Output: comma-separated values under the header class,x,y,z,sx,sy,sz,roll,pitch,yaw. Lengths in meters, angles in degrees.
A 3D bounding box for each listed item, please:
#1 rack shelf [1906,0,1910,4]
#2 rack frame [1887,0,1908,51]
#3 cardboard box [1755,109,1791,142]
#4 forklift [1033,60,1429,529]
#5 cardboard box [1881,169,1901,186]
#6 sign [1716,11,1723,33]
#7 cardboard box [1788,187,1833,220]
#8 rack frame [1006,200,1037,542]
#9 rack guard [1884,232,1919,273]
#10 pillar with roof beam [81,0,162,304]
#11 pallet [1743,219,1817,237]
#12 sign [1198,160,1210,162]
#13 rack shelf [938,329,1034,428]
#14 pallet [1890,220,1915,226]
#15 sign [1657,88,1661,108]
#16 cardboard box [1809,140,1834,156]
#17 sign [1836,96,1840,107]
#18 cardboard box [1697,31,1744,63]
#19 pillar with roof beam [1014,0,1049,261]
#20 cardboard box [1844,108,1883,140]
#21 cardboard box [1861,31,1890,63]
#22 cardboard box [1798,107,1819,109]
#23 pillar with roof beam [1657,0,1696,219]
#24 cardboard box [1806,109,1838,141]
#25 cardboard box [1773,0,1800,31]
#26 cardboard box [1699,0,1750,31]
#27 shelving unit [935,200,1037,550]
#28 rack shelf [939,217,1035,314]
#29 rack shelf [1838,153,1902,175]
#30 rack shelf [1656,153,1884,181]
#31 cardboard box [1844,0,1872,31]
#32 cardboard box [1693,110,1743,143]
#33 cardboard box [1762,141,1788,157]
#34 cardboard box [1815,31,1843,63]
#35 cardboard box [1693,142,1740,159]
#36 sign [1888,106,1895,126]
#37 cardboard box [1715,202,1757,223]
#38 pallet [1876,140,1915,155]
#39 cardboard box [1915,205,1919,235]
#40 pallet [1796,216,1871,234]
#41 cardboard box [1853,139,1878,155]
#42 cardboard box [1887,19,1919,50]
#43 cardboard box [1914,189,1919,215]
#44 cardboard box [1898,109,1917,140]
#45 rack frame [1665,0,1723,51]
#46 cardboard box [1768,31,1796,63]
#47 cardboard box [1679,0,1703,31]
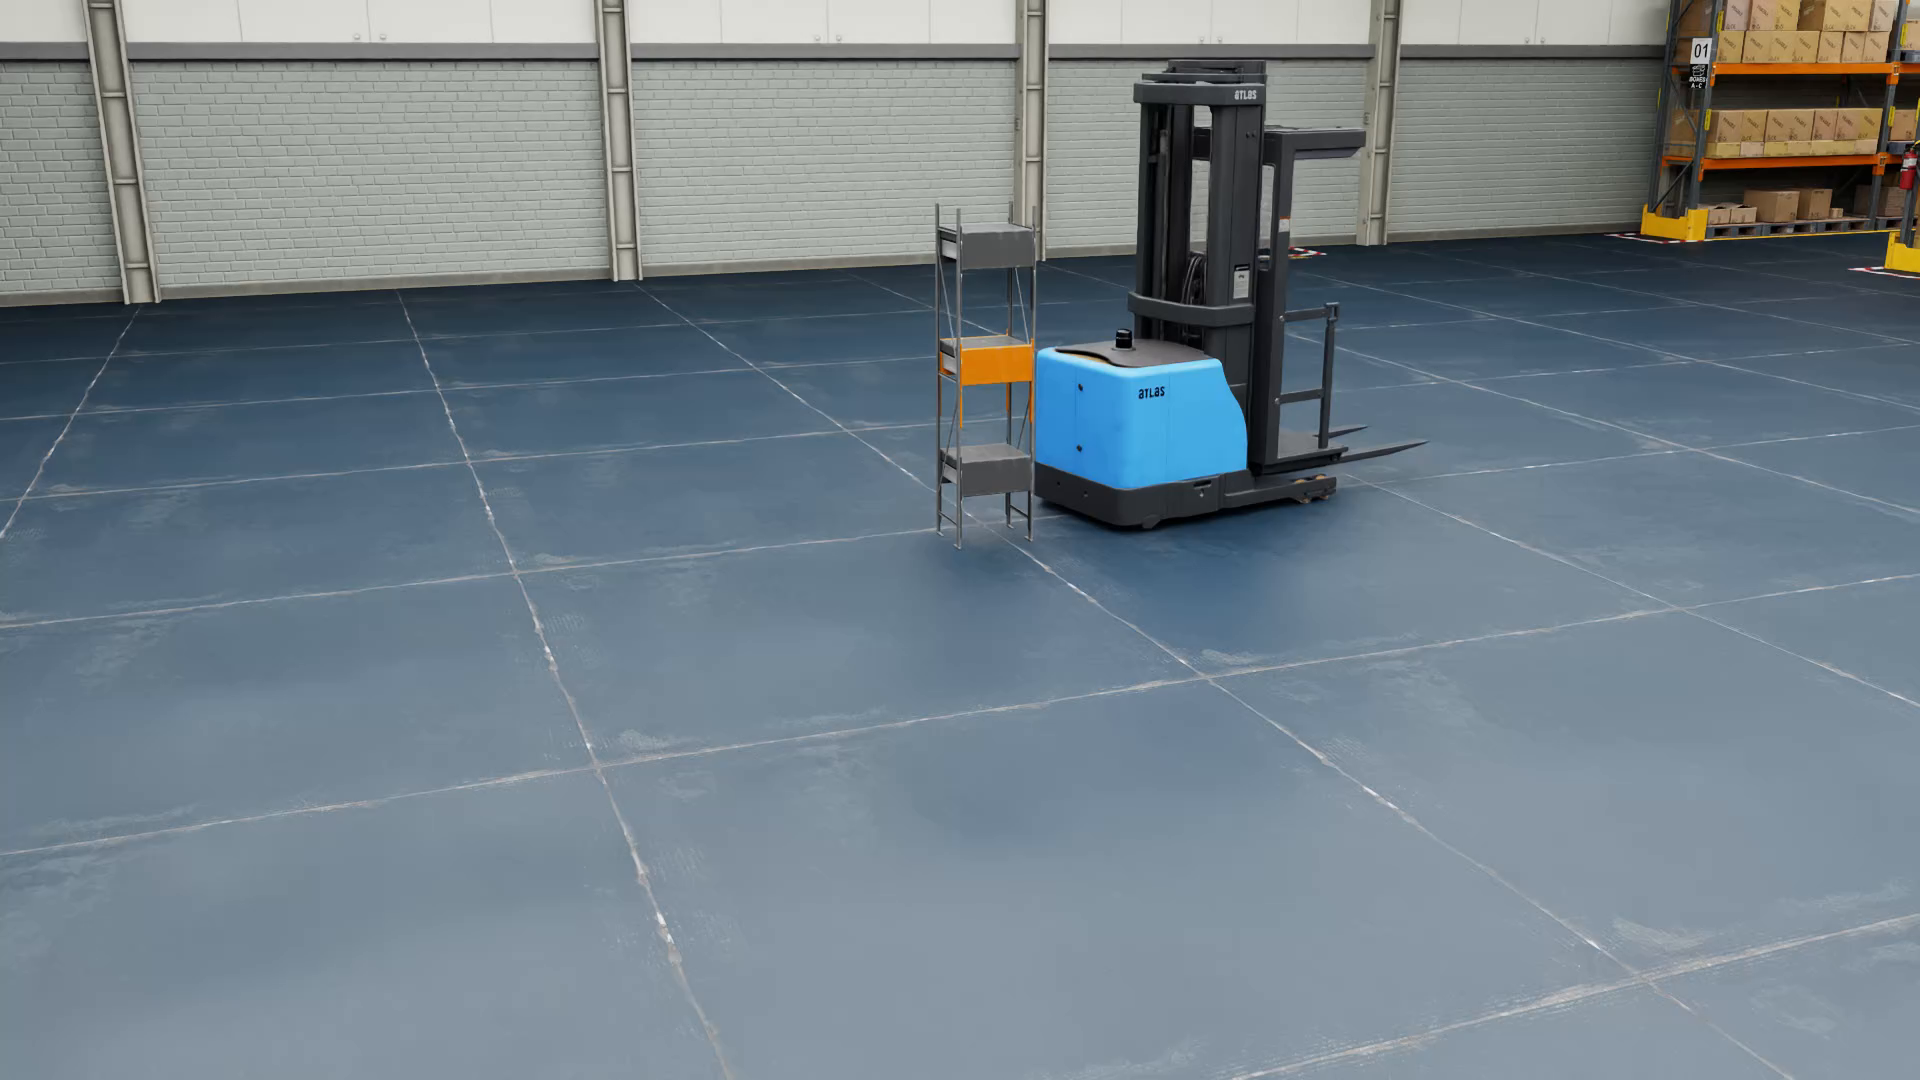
class,x,y,z,sx,sy,sz,roll,pitch,yaw
rack shelf,17.501,-9.474,28.877,4.000,0.370,1.077,-6,17,-20
rack frame,15.633,-9.810,28.033,0.127,3.000,1.000,-6,17,-20
cardboard box,13.401,-6.892,27.644,0.500,0.500,0.500,-7,18,-22
forklift,2.016,-1.772,11.429,3.031,2.935,1.130,-10,19,-31
cardboard box,16.724,-6.427,29.484,0.500,0.250,0.500,-7,18,-21
sign,12.092,-8.244,26.473,0.005,0.325,0.100,-6,17,-20
cardboard box,14.678,-5.828,28.776,0.500,0.500,0.500,-8,18,-24
rack frame,0.382,-1.049,10.443,0.015,2.100,0.400,-6,17,-20
rack guard,13.651,-4.023,23.412,0.348,0.500,1.175,-6,17,-20
pillar with roof beam,-8.629,-6.152,15.578,0.400,9.000,9.100,-6,17,-20
pallet,13.877,-5.392,28.586,1.213,0.211,1.003,-6,17,-20
sign,3.765,-5.971,25.543,0.234,0.329,0.001,-6,17,-20
rack shelf,0.155,-1.011,10.363,0.480,0.518,0.431,-6,17,-20
pallet,17.501,-5.796,29.962,1.213,0.211,1.003,-6,17,-20
sign,11.718,-7.383,27.801,0.005,0.325,0.100,-6,17,-20
cardboard box,14.367,-6.639,28.112,0.500,0.250,0.500,-6,17,-20
sign,15.431,-7.633,29.211,0.005,0.325,0.100,-6,17,-20
cardboard box,12.300,-7.993,26.956,0.500,0.500,0.500,-6,17,-19
pillar with roof beam,2.577,-7.362,19.698,0.400,9.000,9.100,-6,17,-20
cardboard box,15.302,-7.100,28.351,0.500,0.500,0.500,-6,17,-20
cardboard box,15.248,-8.312,28.043,0.500,0.500,0.500,-6,17,-19
cardboard box,14.635,-7.185,28.642,0.500,0.500,0.500,-6,17,-20
pillar with roof beam,13.782,-8.572,23.818,0.400,9.000,9.100,-6,17,-20
cardboard box,14.364,-7.000,28.011,0.500,0.500,0.500,-7,18,-22
cardboard box,13.306,-8.571,27.152,0.500,0.500,0.500,-6,17,-19
cardboard box,12.344,-8.480,26.839,0.500,0.500,0.500,-8,18,-24
shelving unit,0.155,-1.024,10.359,0.503,2.100,0.431,-6,17,-20
rack shelf,0.155,-1.683,10.166,0.480,0.518,0.431,-6,17,-20
rack shelf,17.501,-6.788,29.666,4.000,0.370,1.077,-6,17,-20
rack shelf,13.765,-6.385,28.293,4.000,0.370,1.077,-6,17,-20
cardboard box,14.751,-8.728,27.684,0.500,0.500,0.500,-5,17,-17
cardboard box,12.451,-6.795,27.312,0.500,0.500,0.500,-6,17,-20
cardboard box,13.425,-6.537,27.767,0.500,0.250,0.500,-6,18,-21
cardboard box,14.269,-8.199,27.657,0.500,0.500,0.500,-7,18,-22
cardboard box,12.467,-6.431,27.406,0.500,0.250,0.500,-7,18,-22
sign,15.834,-7.205,28.272,0.005,0.325,0.100,-6,17,-20
cardboard box,13.108,-5.553,28.174,0.500,0.311,0.500,-5,17,-15
pallet,16.399,-6.878,29.037,1.213,0.211,1.003,-6,17,-20
cardboard box,14.068,-4.599,23.741,0.500,0.500,0.500,-6,17,-20
pallet,15.019,-5.516,29.009,1.213,0.211,1.003,-6,17,-20
cardboard box,15.299,-6.741,28.462,0.500,0.250,0.500,-6,17,-20
cardboard box,16.172,-8.654,28.498,0.500,0.500,0.500,-4,17,-12
cardboard box,16.779,-6.087,29.658,0.500,0.500,0.700,-7,18,-21
cardboard box,16.645,-7.287,29.131,0.500,0.500,0.700,-4,17,-14
rack frame,11.898,-9.406,26.659,0.127,3.000,1.000,-6,17,-20
cardboard box,13.297,-8.091,27.290,0.500,0.500,0.500,-5,17,-18
cardboard box,12.207,-8.617,27.306,0.500,0.500,0.500,-5,17,-18
